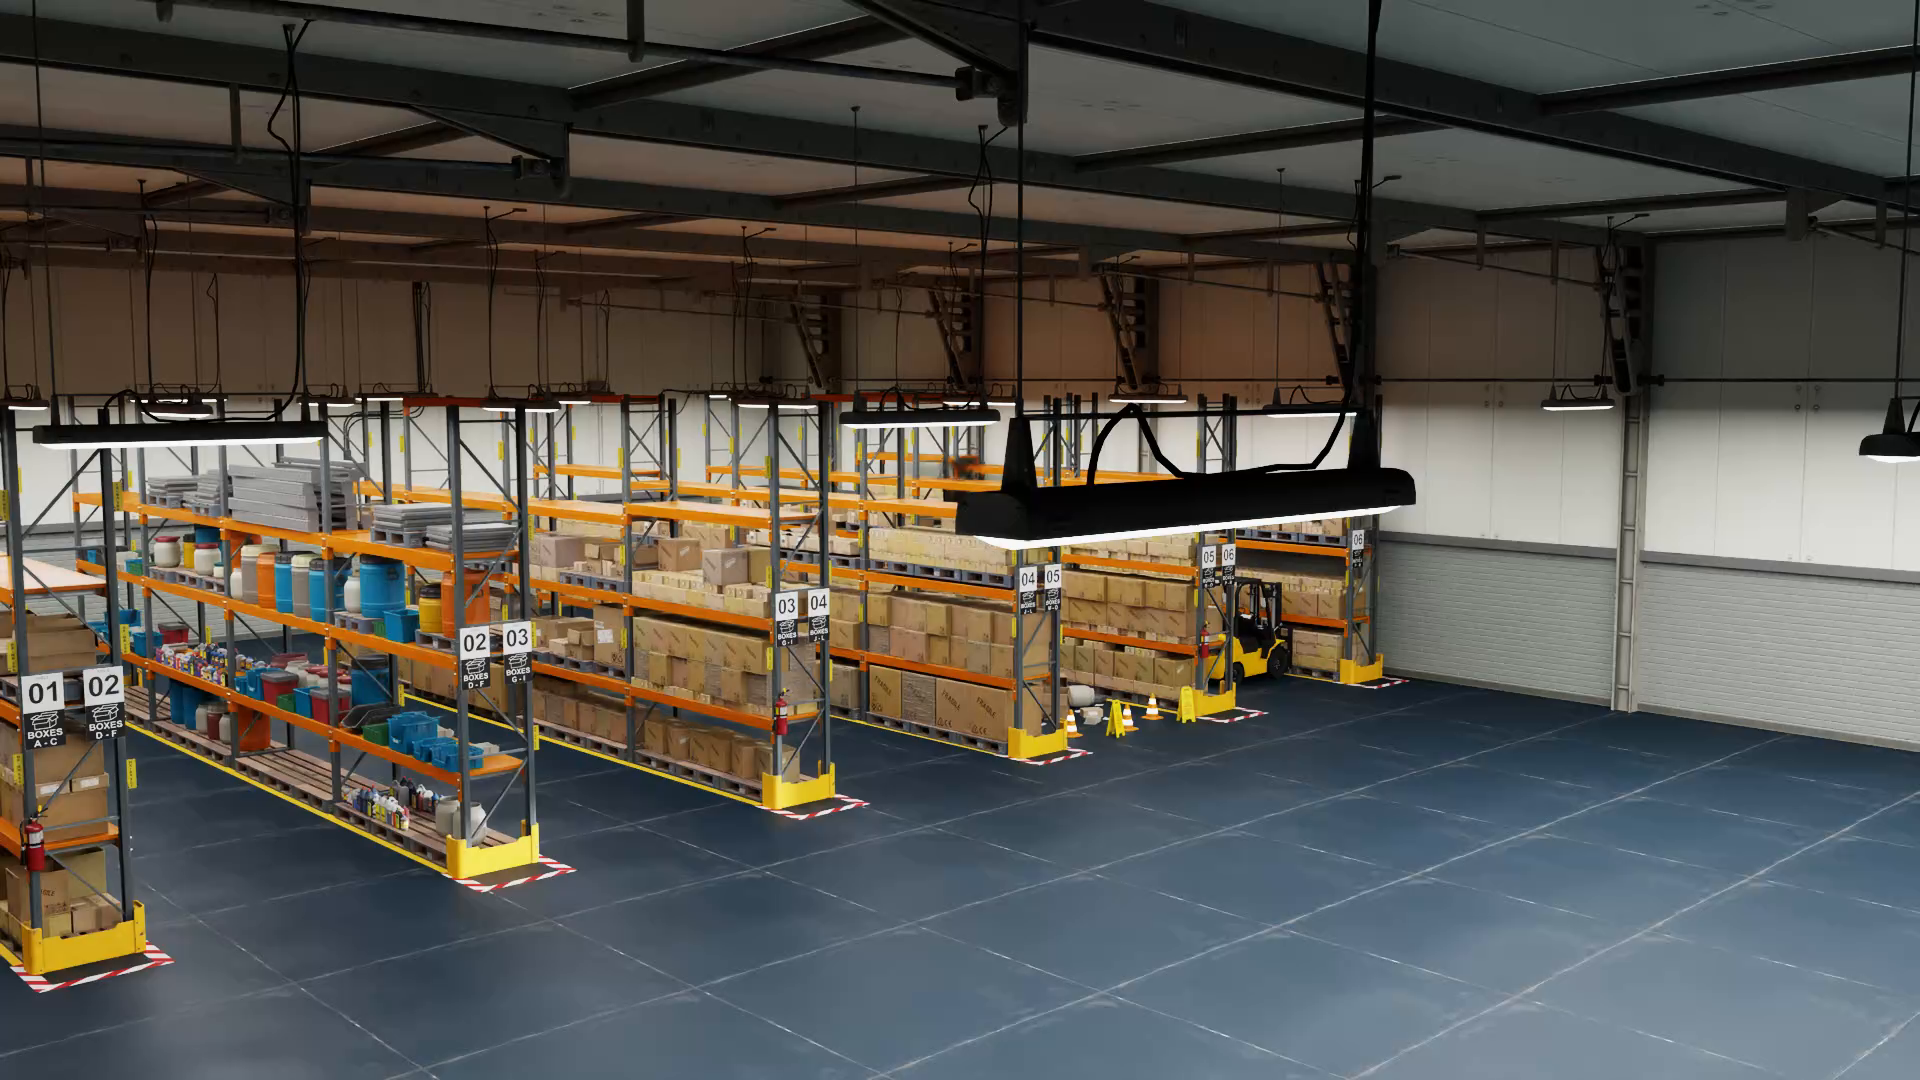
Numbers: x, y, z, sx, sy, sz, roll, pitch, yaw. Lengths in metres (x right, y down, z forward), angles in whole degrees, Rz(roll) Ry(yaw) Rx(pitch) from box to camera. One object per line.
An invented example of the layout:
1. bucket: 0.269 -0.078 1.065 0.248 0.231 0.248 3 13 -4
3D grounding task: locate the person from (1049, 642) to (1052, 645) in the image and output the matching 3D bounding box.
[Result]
1. person: 1.883 1.823 37.566 0.916 1.794 0.663 5 7 42
